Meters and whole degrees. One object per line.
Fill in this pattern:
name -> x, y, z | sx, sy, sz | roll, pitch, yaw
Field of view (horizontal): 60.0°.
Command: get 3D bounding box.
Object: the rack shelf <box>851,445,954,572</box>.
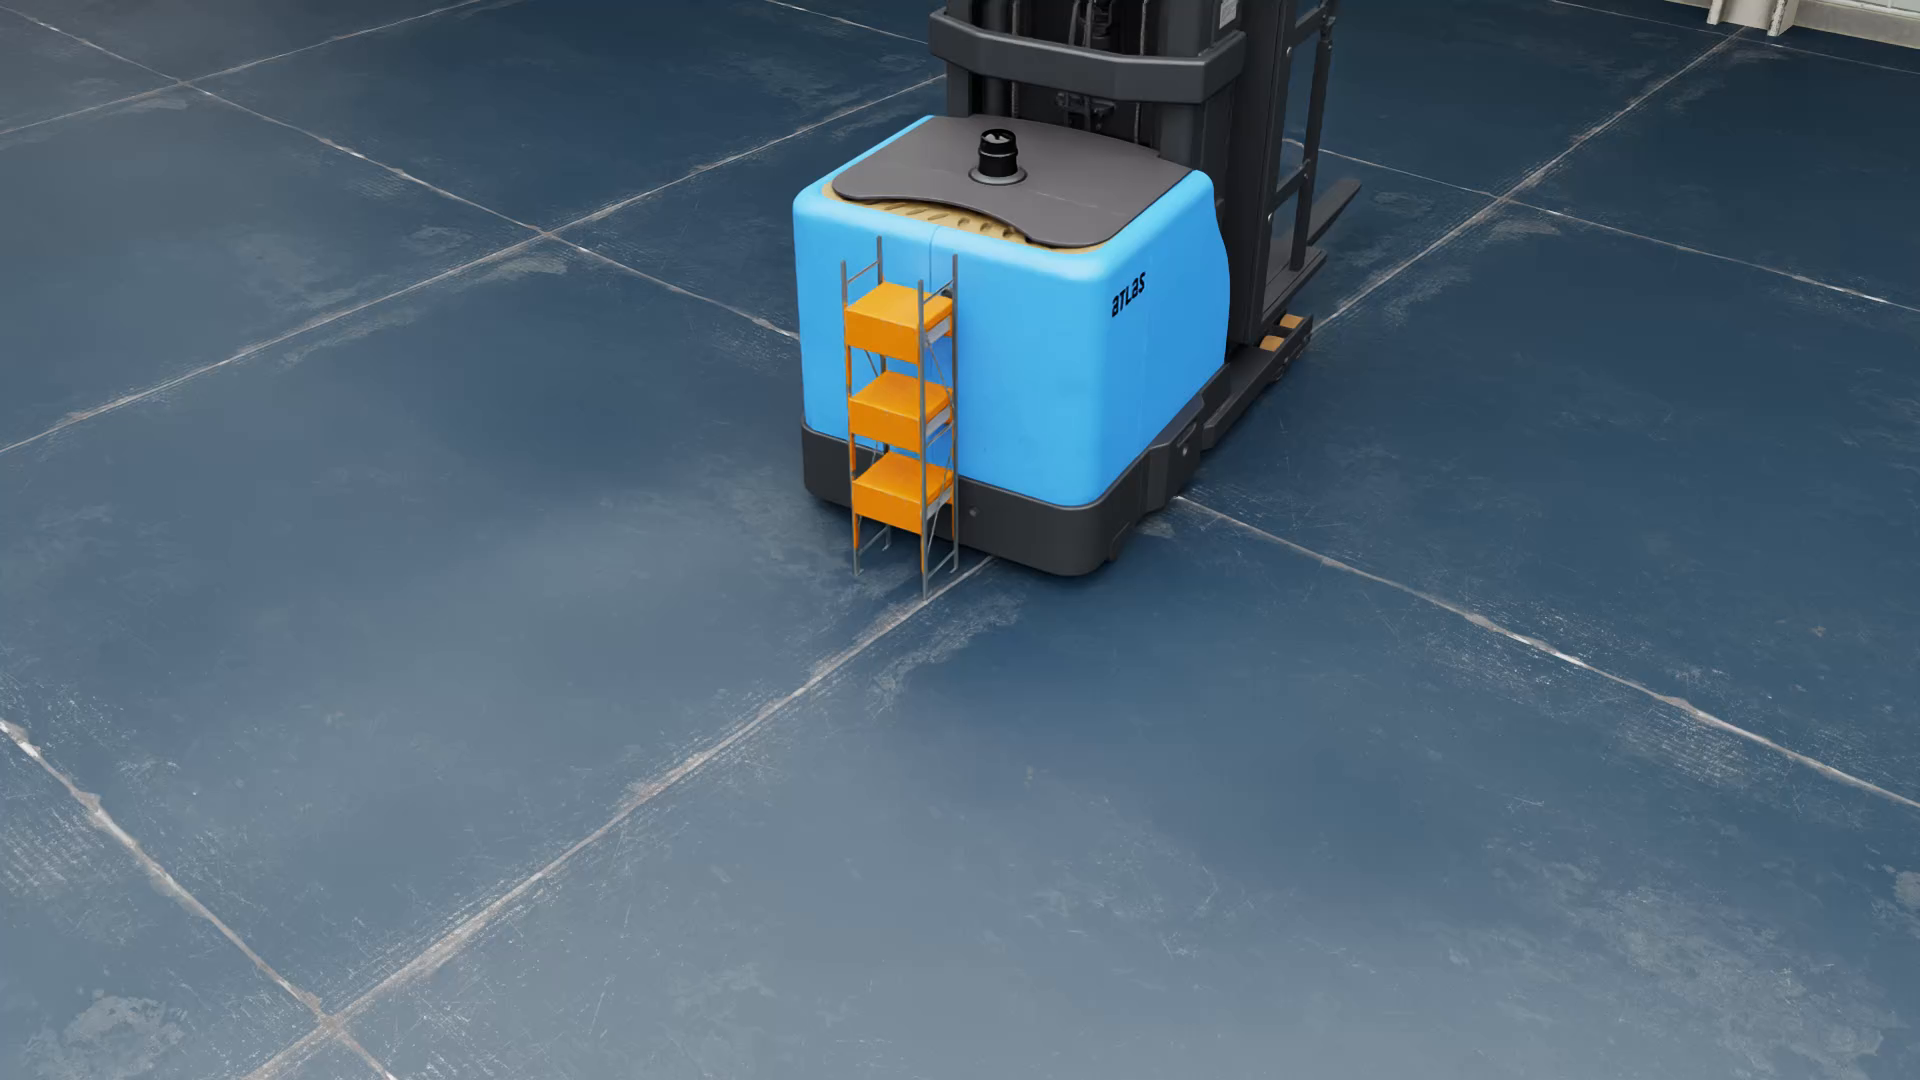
rack shelf -> -0.164, -0.096, 4.972 | 0.240, 0.259, 0.215 | 18, 38, 24

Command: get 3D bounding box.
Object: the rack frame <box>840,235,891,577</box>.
rack frame -> -0.270, -0.368, 4.858 | 0.008, 1.050, 0.200 | 18, 38, 24

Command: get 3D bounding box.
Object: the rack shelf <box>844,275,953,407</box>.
rack shelf -> -0.164, -0.559, 4.653 | 0.240, 0.259, 0.215 | 18, 38, 24

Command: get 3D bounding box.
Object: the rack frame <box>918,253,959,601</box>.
rack frame -> -0.058, -0.299, 4.758 | 0.008, 1.050, 0.200 | 18, 38, 24

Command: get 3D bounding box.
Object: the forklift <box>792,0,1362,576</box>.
forklift -> 0.666, -1.909, 5.441 | 1.130, 2.935, 3.031 | 18, 38, 24

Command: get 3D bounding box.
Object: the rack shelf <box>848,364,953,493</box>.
rack shelf -> -0.164, -0.325, 4.814 | 0.240, 0.259, 0.215 | 18, 38, 24

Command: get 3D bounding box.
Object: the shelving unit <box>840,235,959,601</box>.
shelving unit -> -0.164, -0.334, 4.808 | 0.252, 1.050, 0.215 | 18, 38, 24

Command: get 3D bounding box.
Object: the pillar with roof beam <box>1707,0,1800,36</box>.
pillar with roof beam -> 1.804, -4.818, 4.317 | 0.400, 9.000, 9.100 | 25, 42, 32
